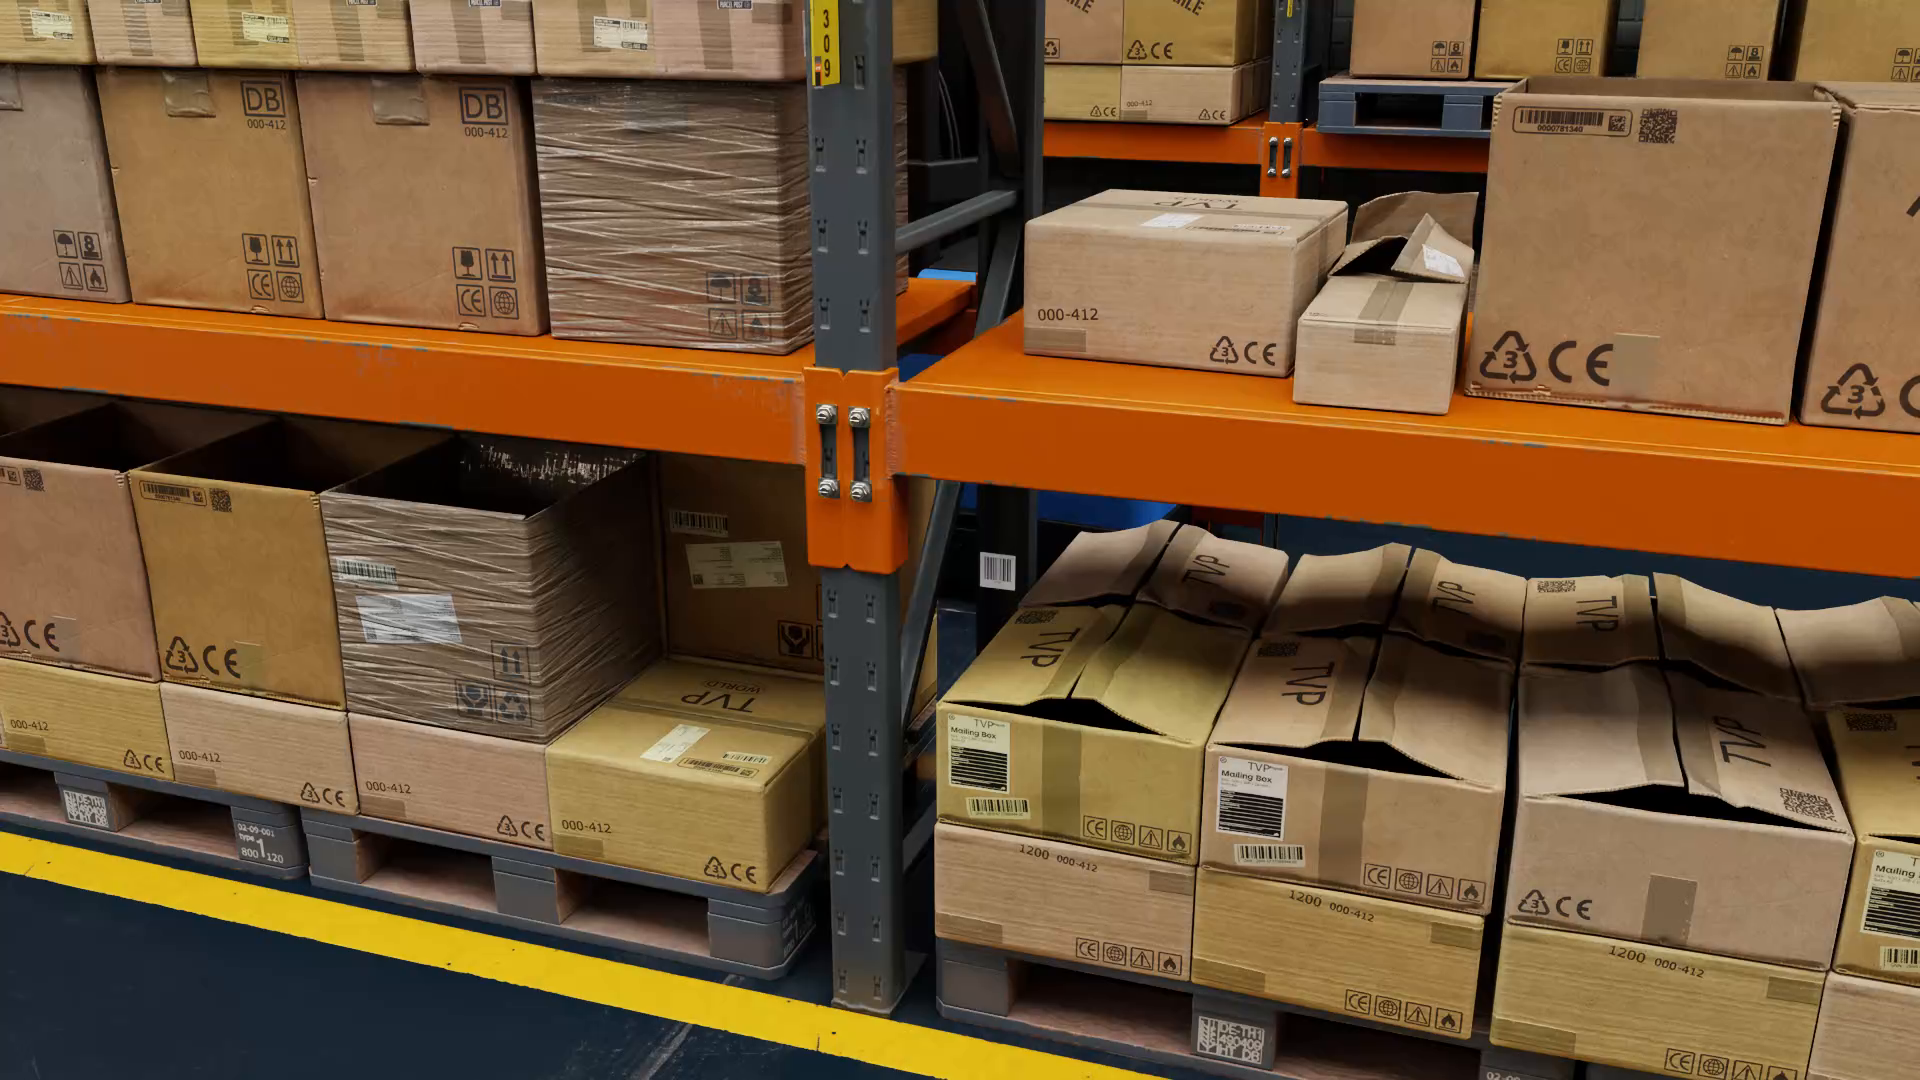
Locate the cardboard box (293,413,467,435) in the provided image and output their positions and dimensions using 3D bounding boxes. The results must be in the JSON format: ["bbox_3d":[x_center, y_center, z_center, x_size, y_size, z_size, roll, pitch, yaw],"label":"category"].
[{"bbox_3d":[-1.316,-0.129,4.289,0.500,0.500,0.500,7,20,18],"label":"cardboard box"}]

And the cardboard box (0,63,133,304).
[{"bbox_3d":[-1.914,-0.878,3.885,0.500,0.500,0.700,7,20,20],"label":"cardboard box"}]

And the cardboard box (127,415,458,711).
[{"bbox_3d":[-1.488,0.034,3.821,0.500,0.500,0.500,7,20,18],"label":"cardboard box"}]

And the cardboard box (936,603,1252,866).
[{"bbox_3d":[0.273,0.338,3.237,0.500,0.311,0.500,7,20,18],"label":"cardboard box"}]

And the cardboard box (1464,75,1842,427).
[{"bbox_3d":[1.182,-0.522,2.864,0.500,0.500,0.500,8,21,22],"label":"cardboard box"}]

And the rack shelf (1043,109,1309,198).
[{"bbox_3d":[-0.303,-2.036,8.454,4.000,0.370,1.077,7,20,18],"label":"rack shelf"}]

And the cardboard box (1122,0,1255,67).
[{"bbox_3d":[1.038,-2.408,7.484,0.500,0.500,0.500,6,20,18],"label":"cardboard box"}]

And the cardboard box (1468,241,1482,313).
[{"bbox_3d":[2.287,-1.113,7.841,0.500,0.500,0.700,7,20,20],"label":"cardboard box"}]

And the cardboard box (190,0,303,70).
[{"bbox_3d":[-1.324,-1.046,3.383,0.250,0.149,0.380,6,20,18],"label":"cardboard box"}]

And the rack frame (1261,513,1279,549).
[{"bbox_3d":[1.036,-0.337,5.447,0.008,1.050,0.200,9,21,24],"label":"rack frame"}]

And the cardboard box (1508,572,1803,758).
[{"bbox_3d":[1.405,0.279,3.405,0.500,0.311,0.500,6,20,18],"label":"cardboard box"}]

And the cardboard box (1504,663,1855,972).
[{"bbox_3d":[1.233,0.449,2.918,0.500,0.311,0.500,6,20,16],"label":"cardboard box"}]

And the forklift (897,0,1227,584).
[{"bbox_3d":[-0.565,-1.471,5.845,3.031,2.935,1.130,9,21,24],"label":"forklift"}]

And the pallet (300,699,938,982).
[{"bbox_3d":[-0.773,0.598,4.039,1.213,0.211,1.003,7,20,18],"label":"pallet"}]

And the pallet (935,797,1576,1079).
[{"bbox_3d":[0.673,0.765,3.561,1.213,0.211,1.003,7,20,18],"label":"pallet"}]

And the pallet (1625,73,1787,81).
[{"bbox_3d":[3.481,-1.838,7.084,1.213,0.211,1.003,7,20,18],"label":"pallet"}]

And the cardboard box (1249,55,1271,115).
[{"bbox_3d":[1.213,-2.216,8.074,0.500,0.250,0.500,7,20,19],"label":"cardboard box"}]

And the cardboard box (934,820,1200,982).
[{"bbox_3d":[0.264,0.601,3.333,0.500,0.250,0.500,6,20,17],"label":"cardboard box"}]

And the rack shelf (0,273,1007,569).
[{"bbox_3d":[-1.925,-0.496,4.034,4.000,0.370,1.077,7,20,18],"label":"rack shelf"}]

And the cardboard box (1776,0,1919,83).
[{"bbox_3d":[3.733,-2.158,6.890,0.500,0.500,0.700,7,20,18],"label":"cardboard box"}]

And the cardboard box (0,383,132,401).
[{"bbox_3d":[-2.261,-0.237,4.598,0.500,0.500,0.500,7,20,18],"label":"cardboard box"}]

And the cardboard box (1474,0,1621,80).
[{"bbox_3d":[2.581,-2.287,7.259,0.500,0.500,0.700,9,21,24],"label":"cardboard box"}]

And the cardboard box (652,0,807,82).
[{"bbox_3d":[-0.363,-0.936,3.066,0.250,0.149,0.380,7,20,18],"label":"cardboard box"}]

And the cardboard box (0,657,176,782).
[{"bbox_3d":[-1.965,0.338,4.088,0.500,0.250,0.500,7,20,18],"label":"cardboard box"}]

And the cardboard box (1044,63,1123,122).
[{"bbox_3d":[0.571,-2.112,7.775,0.500,0.250,0.500,7,20,18],"label":"cardboard box"}]

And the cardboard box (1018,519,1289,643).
[{"bbox_3d":[0.441,0.171,3.717,0.500,0.311,0.500,7,20,18],"label":"cardboard box"}]

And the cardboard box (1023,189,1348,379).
[{"bbox_3d":[0.443,-0.509,3.207,0.500,0.250,0.500,8,21,21],"label":"cardboard box"}]

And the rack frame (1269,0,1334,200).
[{"bbox_3d":[1.586,-2.160,7.716,0.127,3.000,1.000,7,20,18],"label":"rack frame"}]

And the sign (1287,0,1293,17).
[{"bbox_3d":[1.415,-2.399,7.087,0.005,0.325,0.100,7,20,18],"label":"sign"}]

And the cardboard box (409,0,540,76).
[{"bbox_3d":[-0.844,-0.990,3.223,0.250,0.149,0.380,6,20,16],"label":"cardboard box"}]

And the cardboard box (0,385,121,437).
[{"bbox_3d":[-2.431,-0.075,4.134,0.500,0.500,0.500,7,20,18],"label":"cardboard box"}]

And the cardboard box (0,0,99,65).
[{"bbox_3d":[-1.814,-1.101,3.540,0.250,0.149,0.380,7,20,20],"label":"cardboard box"}]

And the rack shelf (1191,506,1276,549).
[{"bbox_3d":[0.925,-0.081,5.591,0.240,0.259,0.215,9,21,24],"label":"rack shelf"}]

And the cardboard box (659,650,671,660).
[{"bbox_3d":[-0.845,0.281,4.253,0.500,0.250,0.500,7,20,18],"label":"cardboard box"}]

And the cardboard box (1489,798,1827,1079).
[{"bbox_3d":[1.236,0.712,3.016,0.500,0.250,0.500,6,20,16],"label":"cardboard box"}]

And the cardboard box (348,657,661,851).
[{"bbox_3d":[-1.015,0.442,3.792,0.500,0.250,0.500,7,20,18],"label":"cardboard box"}]

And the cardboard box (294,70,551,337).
[{"bbox_3d":[-0.958,-0.767,3.569,0.500,0.500,0.700,6,20,17],"label":"cardboard box"}]

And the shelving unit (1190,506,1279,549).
[{"bbox_3d":[0.925,-0.354,5.496,0.252,1.050,0.215,9,21,24],"label":"shelving unit"}]

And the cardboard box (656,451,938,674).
[{"bbox_3d":[-0.371,-0.021,3.979,0.500,0.500,0.500,7,20,18],"label":"cardboard box"}]
